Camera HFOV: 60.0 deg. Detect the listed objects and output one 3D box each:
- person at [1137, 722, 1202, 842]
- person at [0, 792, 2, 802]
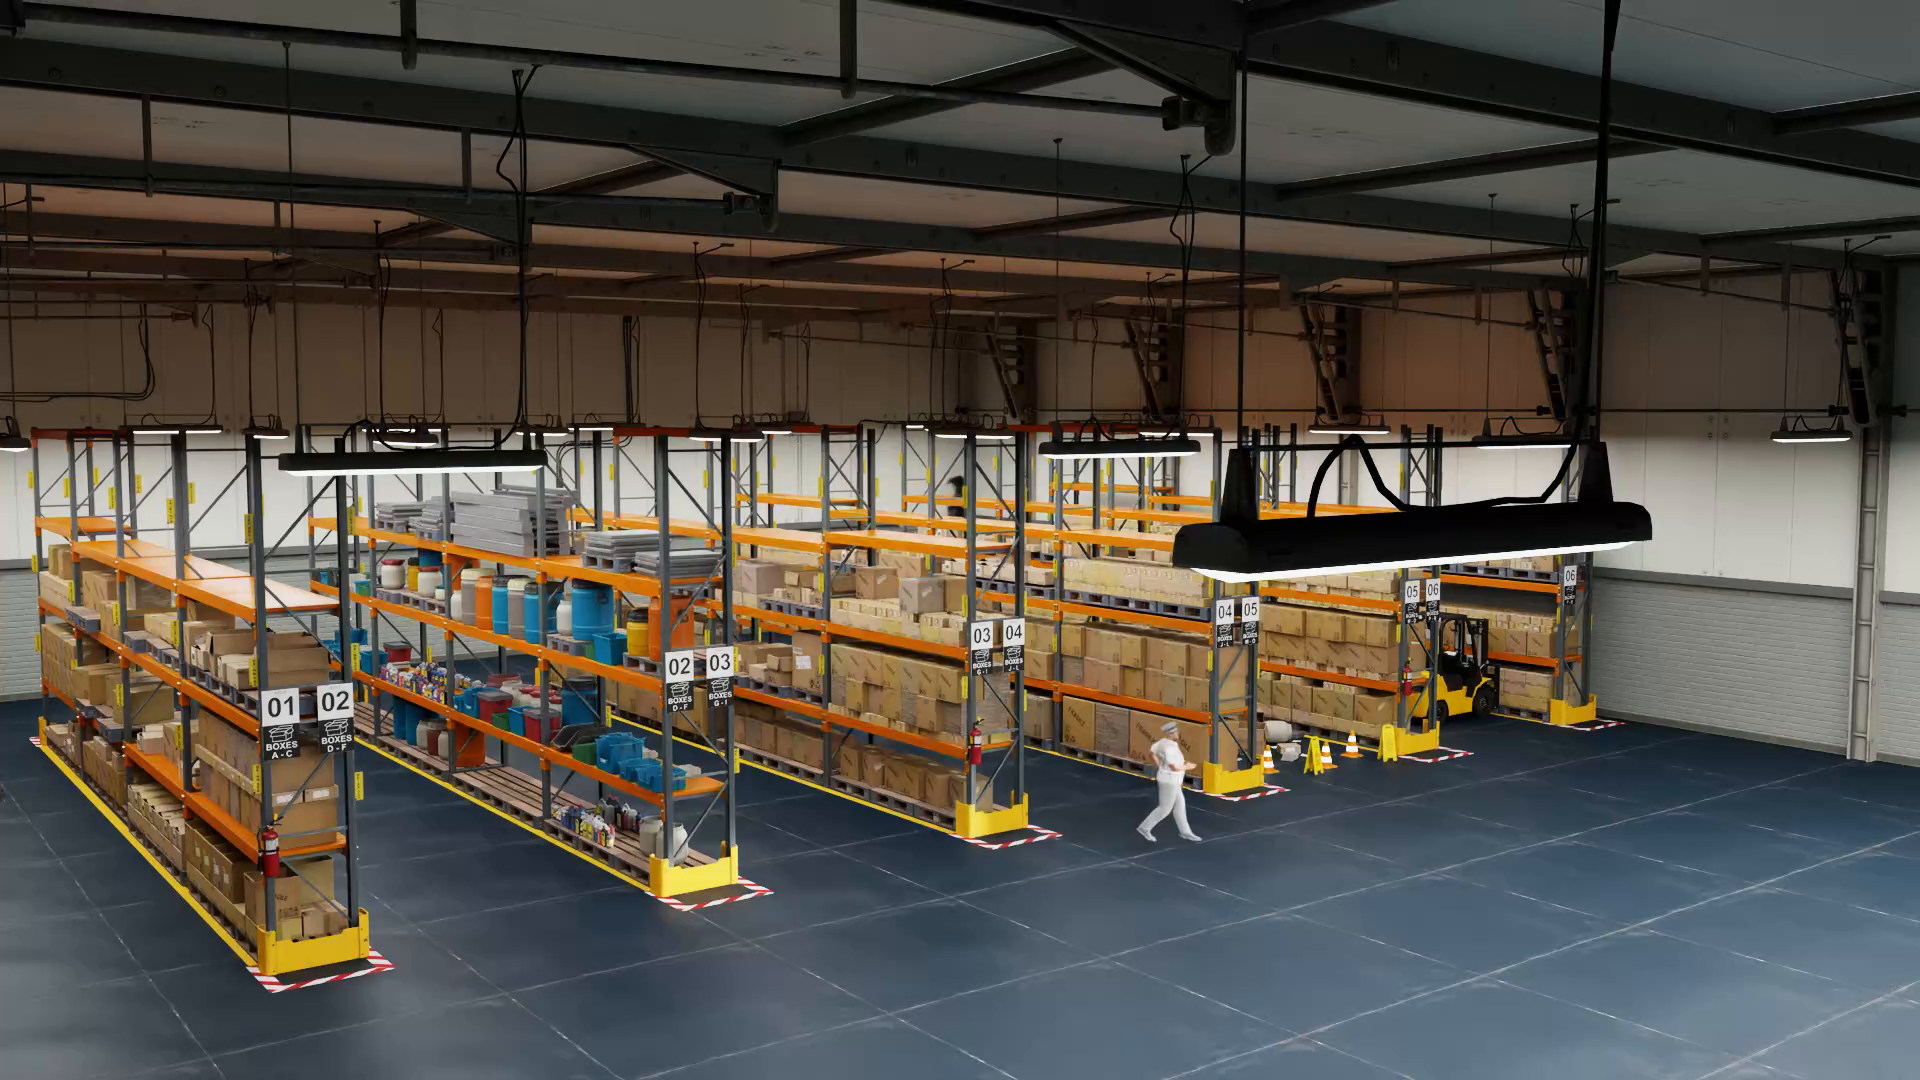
[{"bbox_3d":[3.050,3.523,24.162,0.956,1.776,0.649,0,4,2],"label":"person"},{"bbox_3d":[-13.854,3.654,23.257,0.750,1.712,0.703,3,5,35],"label":"person"}]
